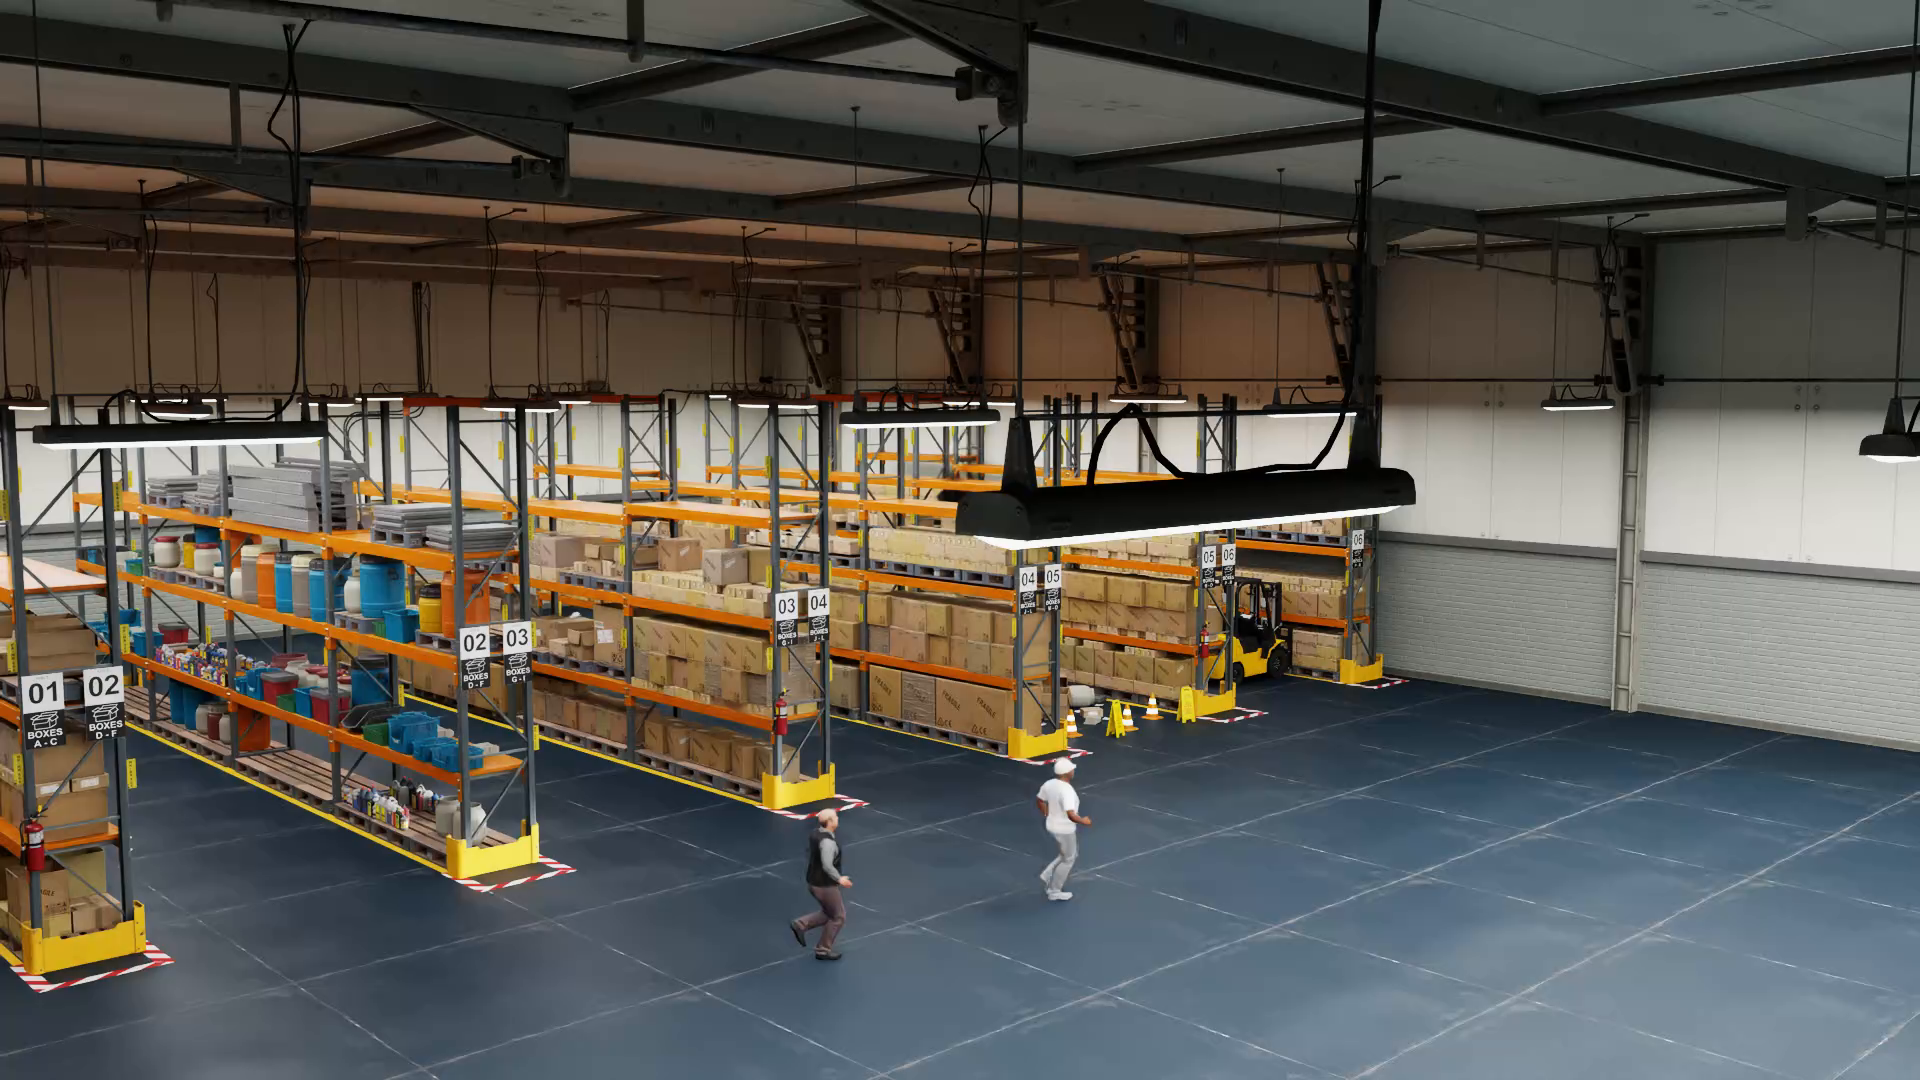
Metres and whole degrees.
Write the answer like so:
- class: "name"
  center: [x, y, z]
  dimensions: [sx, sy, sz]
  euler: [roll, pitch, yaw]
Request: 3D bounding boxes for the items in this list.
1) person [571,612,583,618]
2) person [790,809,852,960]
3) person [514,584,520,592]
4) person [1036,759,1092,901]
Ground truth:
- class: "person"
  center: [-7.500, 2.290, 32.688]
  dimensions: [0.645, 1.766, 0.663]
  euler: [-5, 7, -42]
- class: "person"
  center: [-1.523, 3.758, 18.120]
  dimensions: [0.619, 1.671, 0.643]
  euler: [-2, 6, -22]
- class: "person"
  center: [-10.887, 1.616, 40.413]
  dimensions: [0.893, 1.603, 0.675]
  euler: [-4, 7, -38]
- class: "person"
  center: [1.279, 3.511, 20.216]
  dimensions: [0.573, 1.725, 0.712]
  euler: [-2, 6, -21]
